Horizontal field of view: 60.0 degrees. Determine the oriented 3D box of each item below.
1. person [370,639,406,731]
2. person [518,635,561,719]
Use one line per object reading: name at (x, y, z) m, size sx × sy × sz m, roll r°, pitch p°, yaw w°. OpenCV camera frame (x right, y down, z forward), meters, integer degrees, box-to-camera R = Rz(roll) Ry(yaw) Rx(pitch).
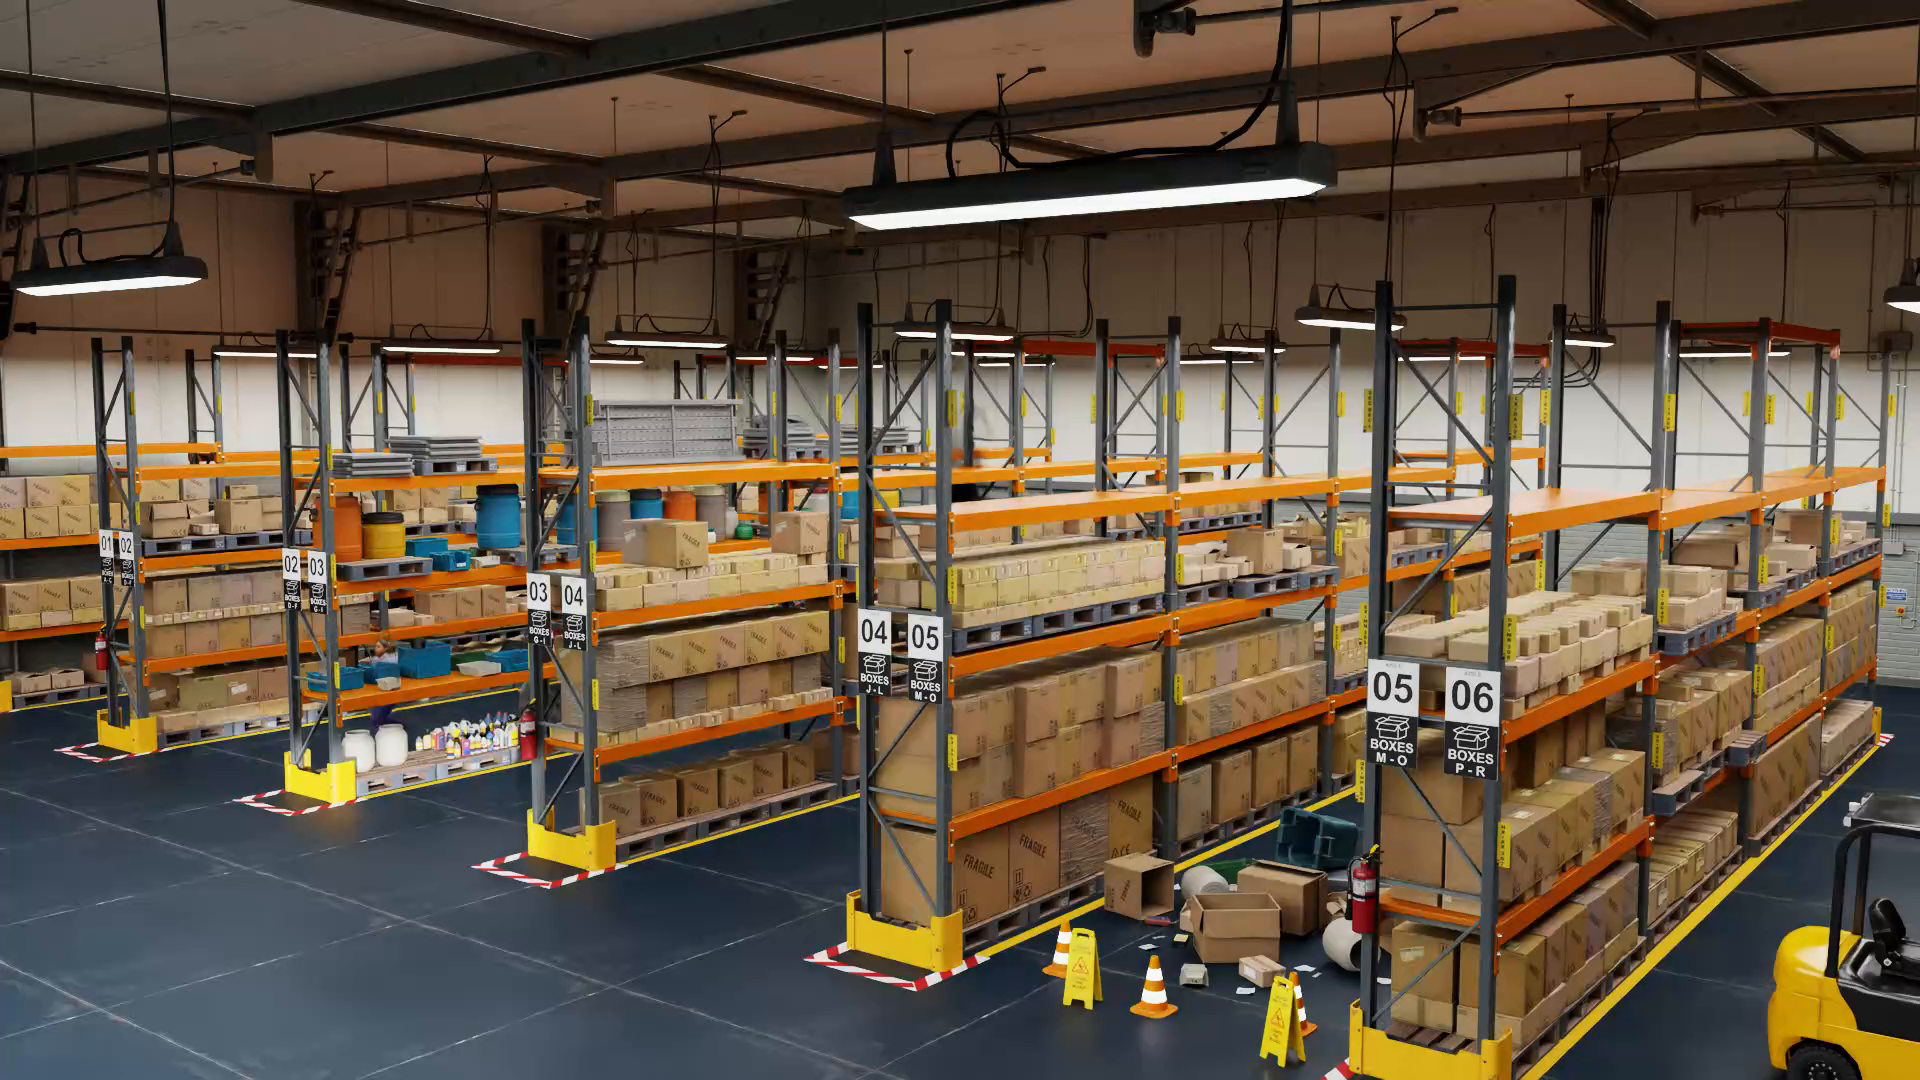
person at (-8.432, 2.267, 24.305) m, size 0.611 × 1.577 × 0.545 m, roll 3°, pitch 6°, yaw 29°
person at (-6.667, 2.029, 26.090) m, size 0.611 × 1.682 × 0.940 m, roll 3°, pitch 6°, yaw 34°
